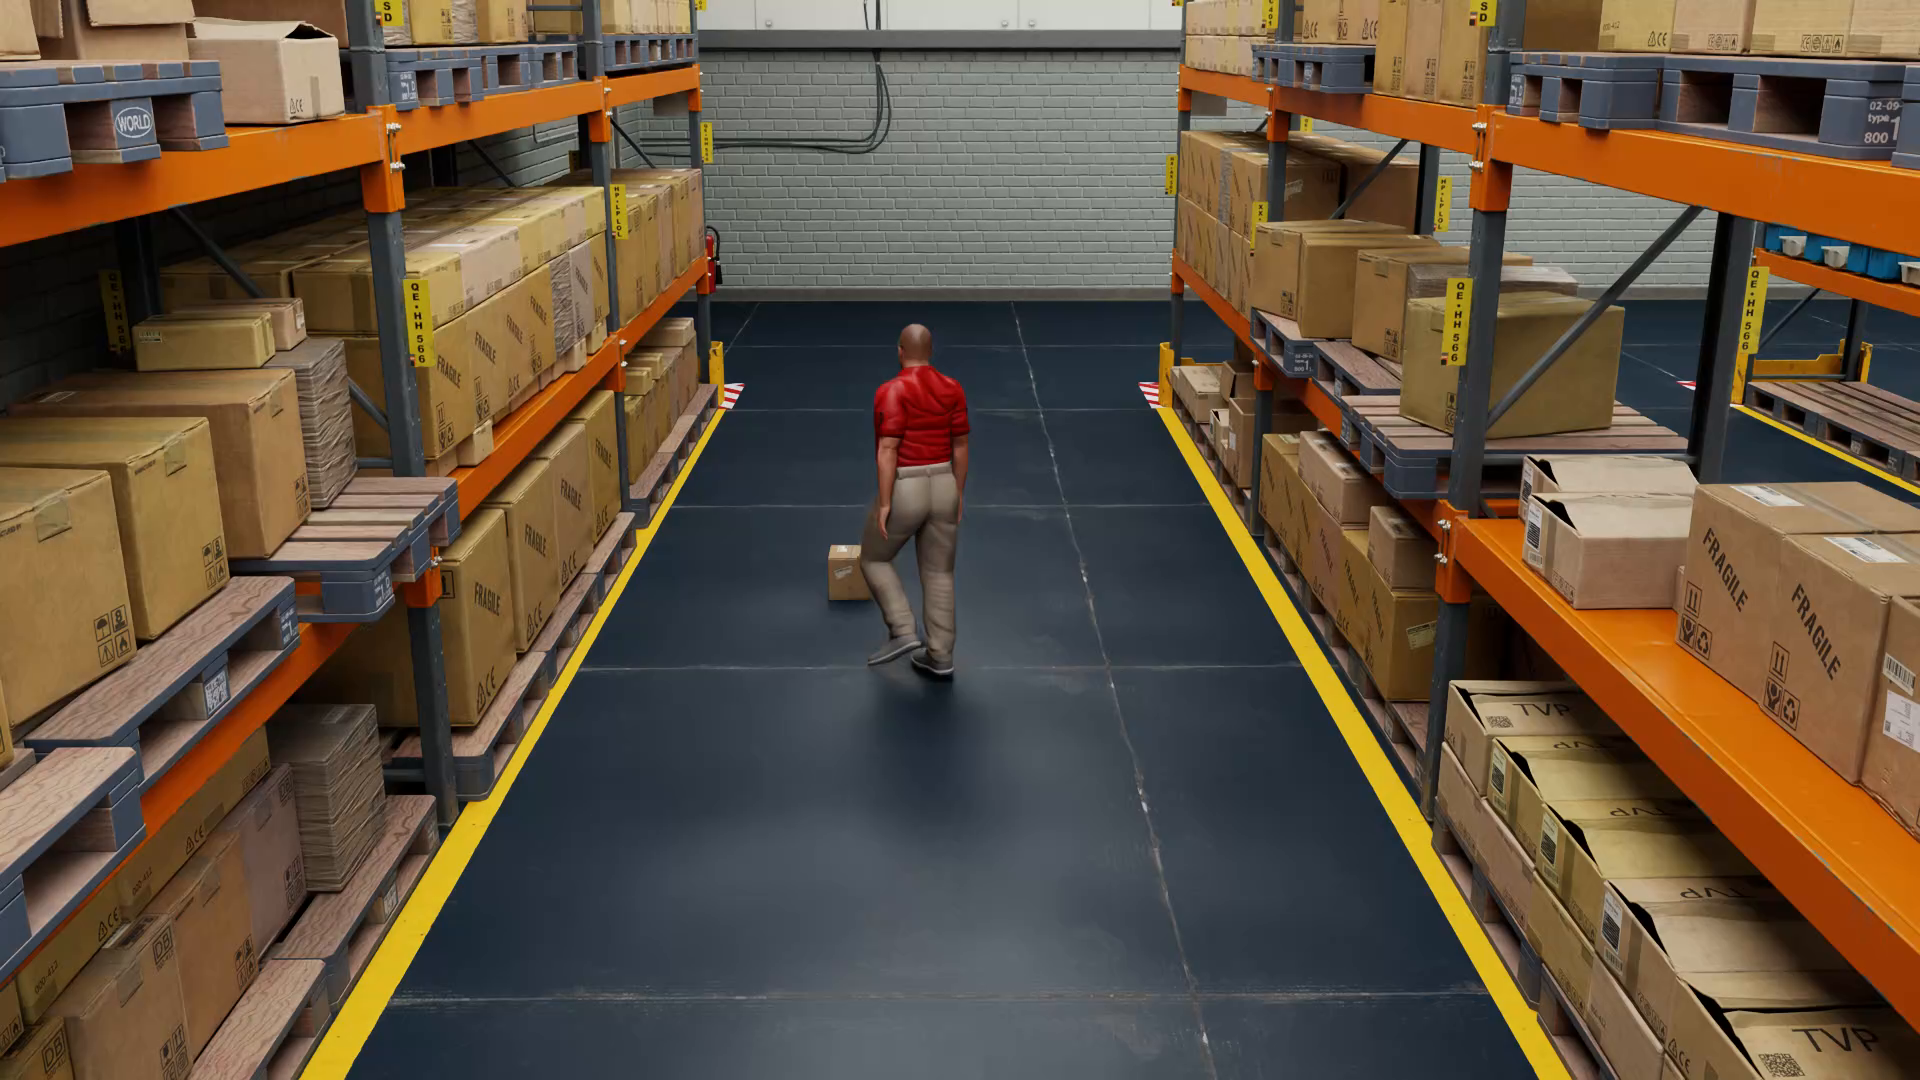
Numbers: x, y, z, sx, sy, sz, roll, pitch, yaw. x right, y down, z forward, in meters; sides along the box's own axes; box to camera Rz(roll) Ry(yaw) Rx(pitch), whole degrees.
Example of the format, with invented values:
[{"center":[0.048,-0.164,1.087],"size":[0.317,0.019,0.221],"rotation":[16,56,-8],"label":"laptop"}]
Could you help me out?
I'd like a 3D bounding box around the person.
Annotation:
[{"center":[-0.198,-0.197,8.163],"size":[0.571,1.710,0.508],"rotation":[-10,19,-29],"label":"person"}]
